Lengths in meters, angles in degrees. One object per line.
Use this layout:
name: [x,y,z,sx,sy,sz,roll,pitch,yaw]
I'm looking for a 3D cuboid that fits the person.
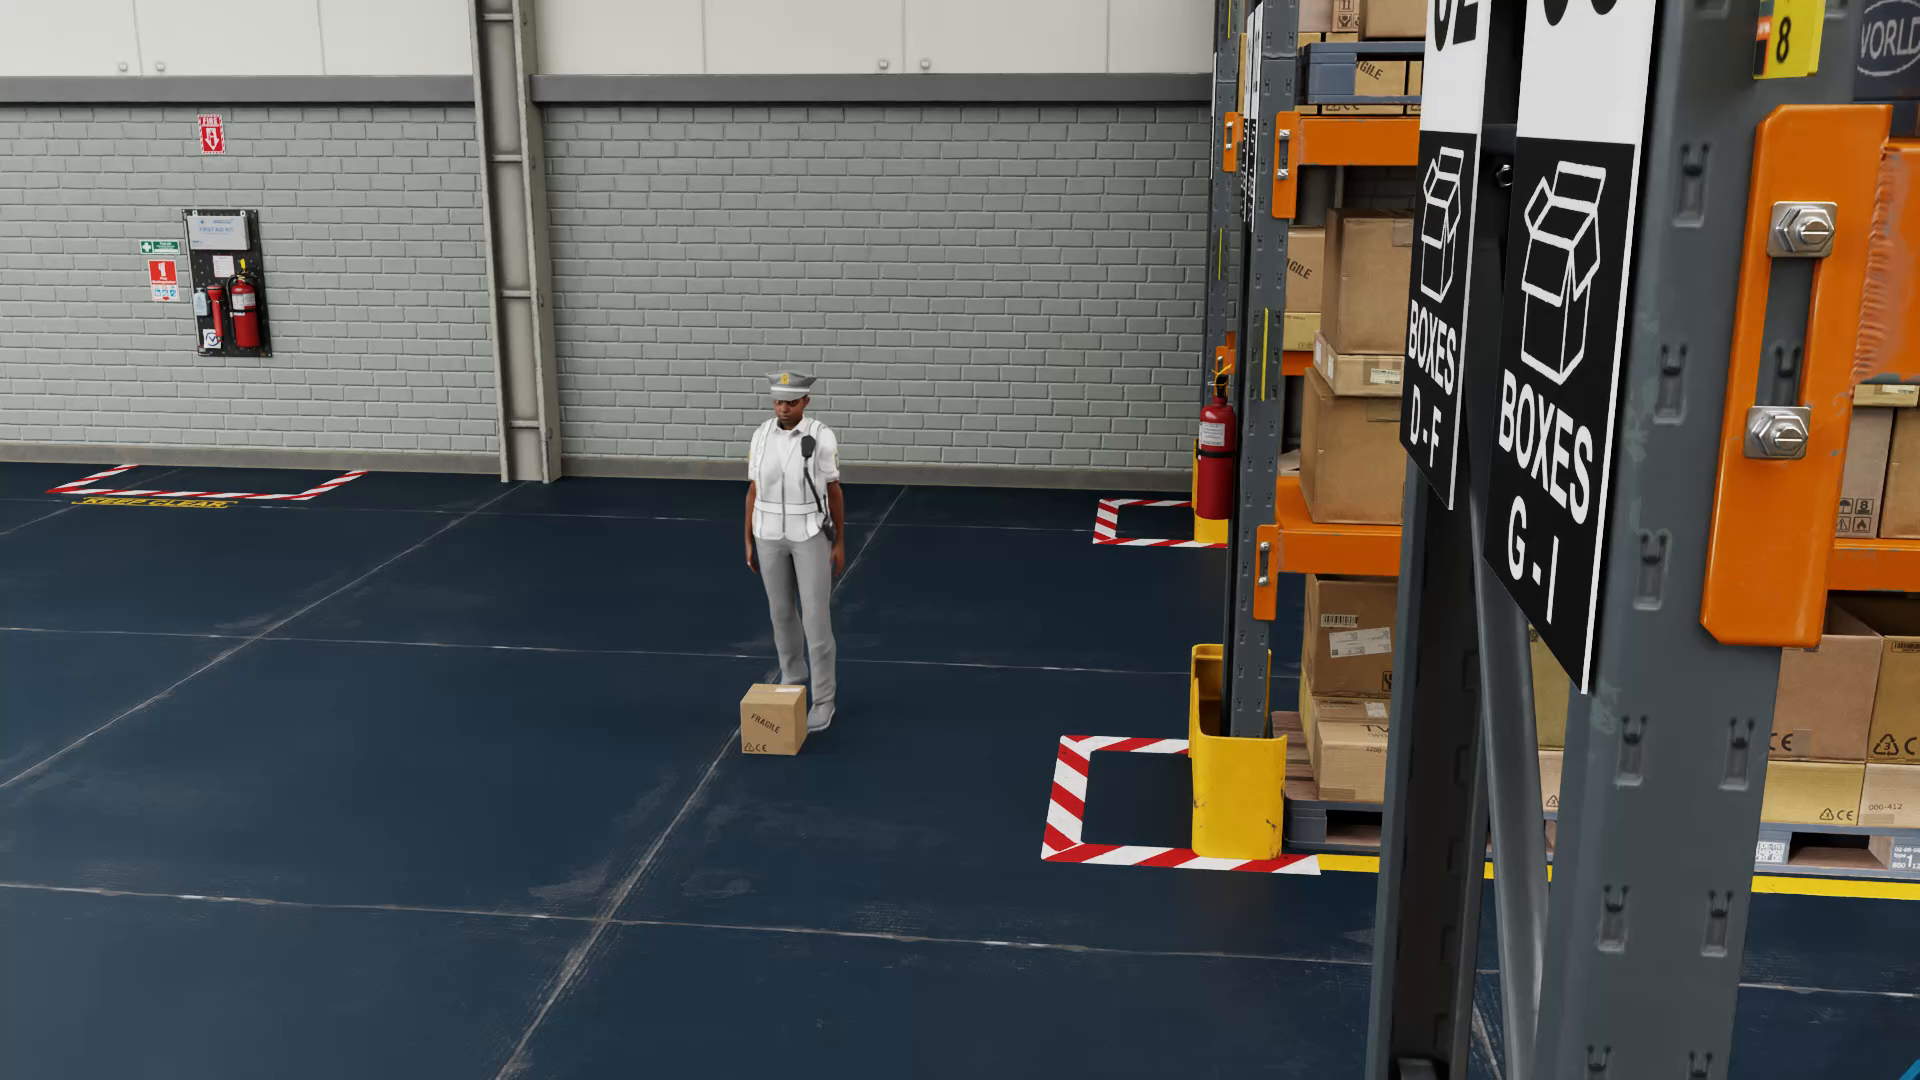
person: [-0.814,0.028,7.855,0.479,1.673,0.523,3,15,12]
